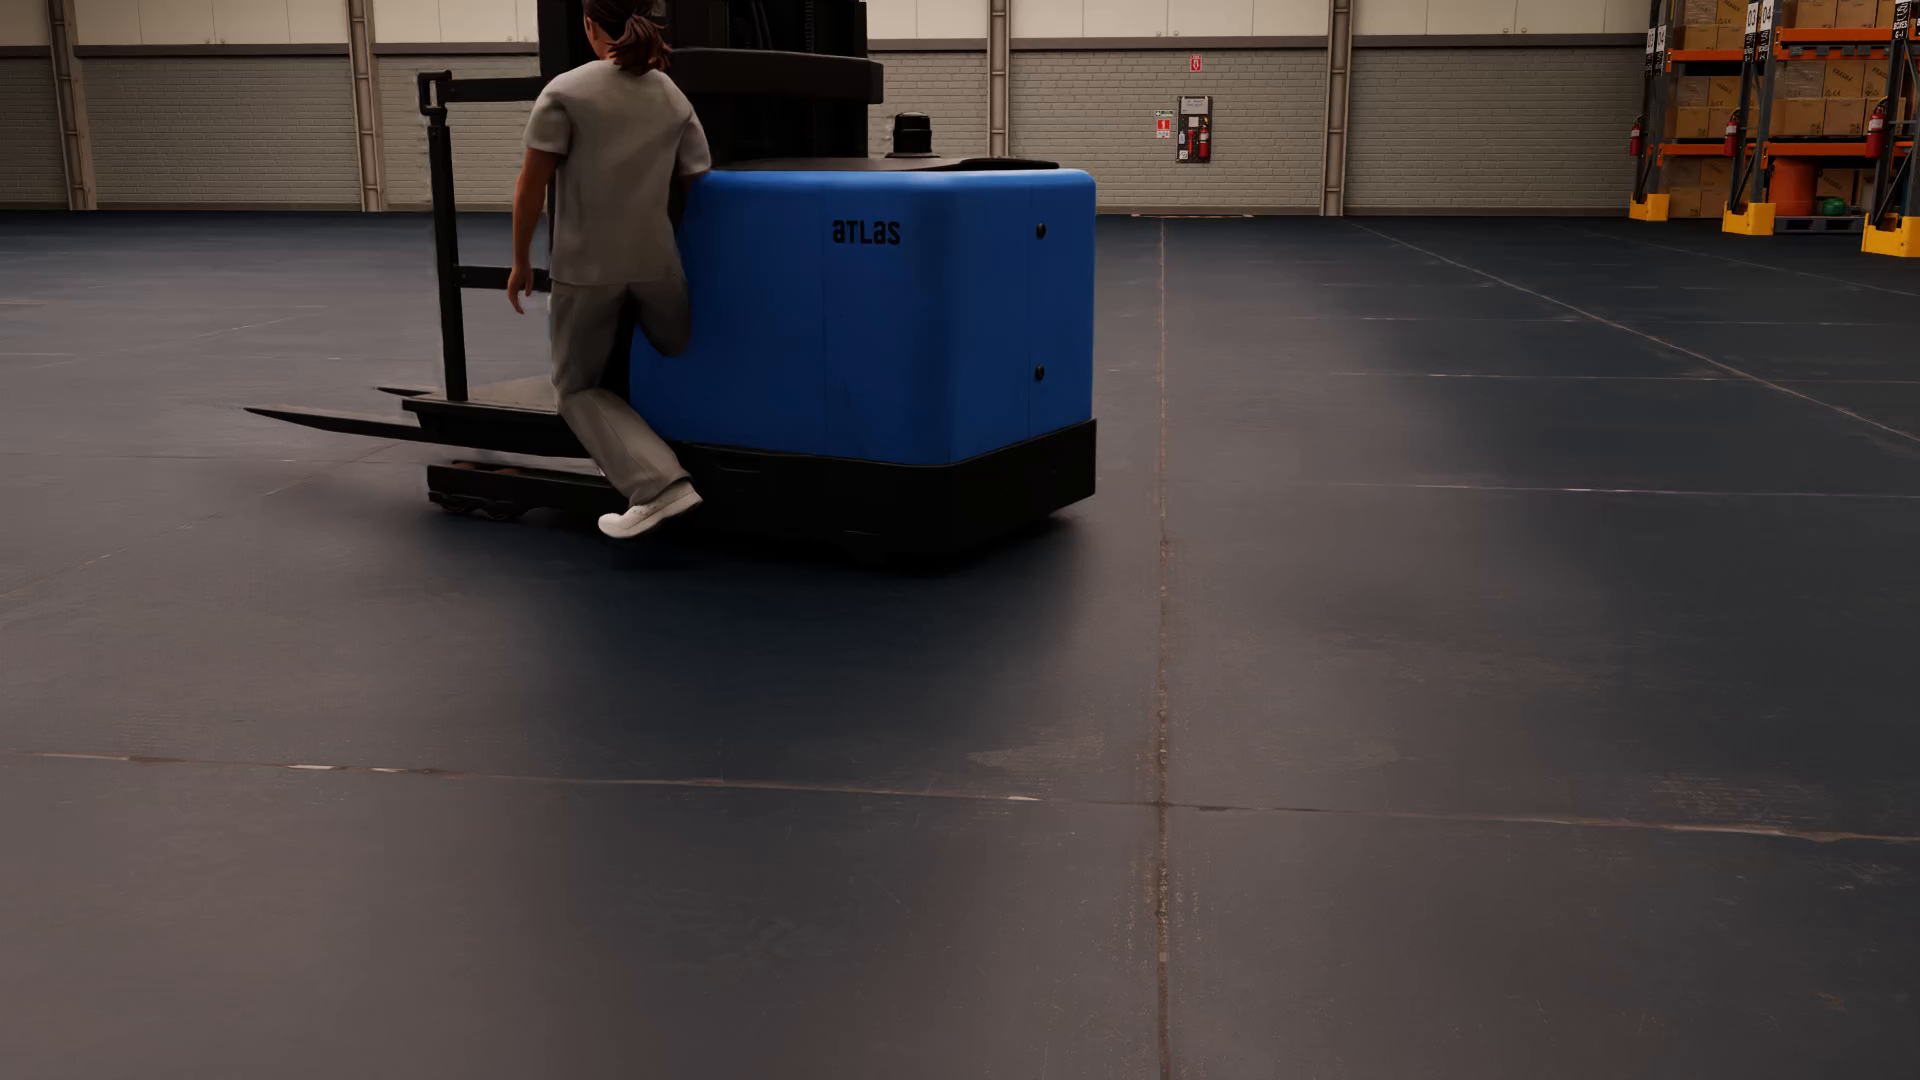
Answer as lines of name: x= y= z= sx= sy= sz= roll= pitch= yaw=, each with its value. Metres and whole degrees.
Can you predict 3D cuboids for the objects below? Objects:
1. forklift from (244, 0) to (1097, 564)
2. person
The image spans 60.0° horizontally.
forklift: x=-1.109 y=-1.584 z=5.281 sx=3.031 sy=2.935 sz=1.130 roll=7 pitch=15 yaw=29
person: x=-0.957 y=-0.789 z=4.740 sx=0.695 sy=1.583 sz=0.709 roll=-7 pitch=15 yaw=-26
